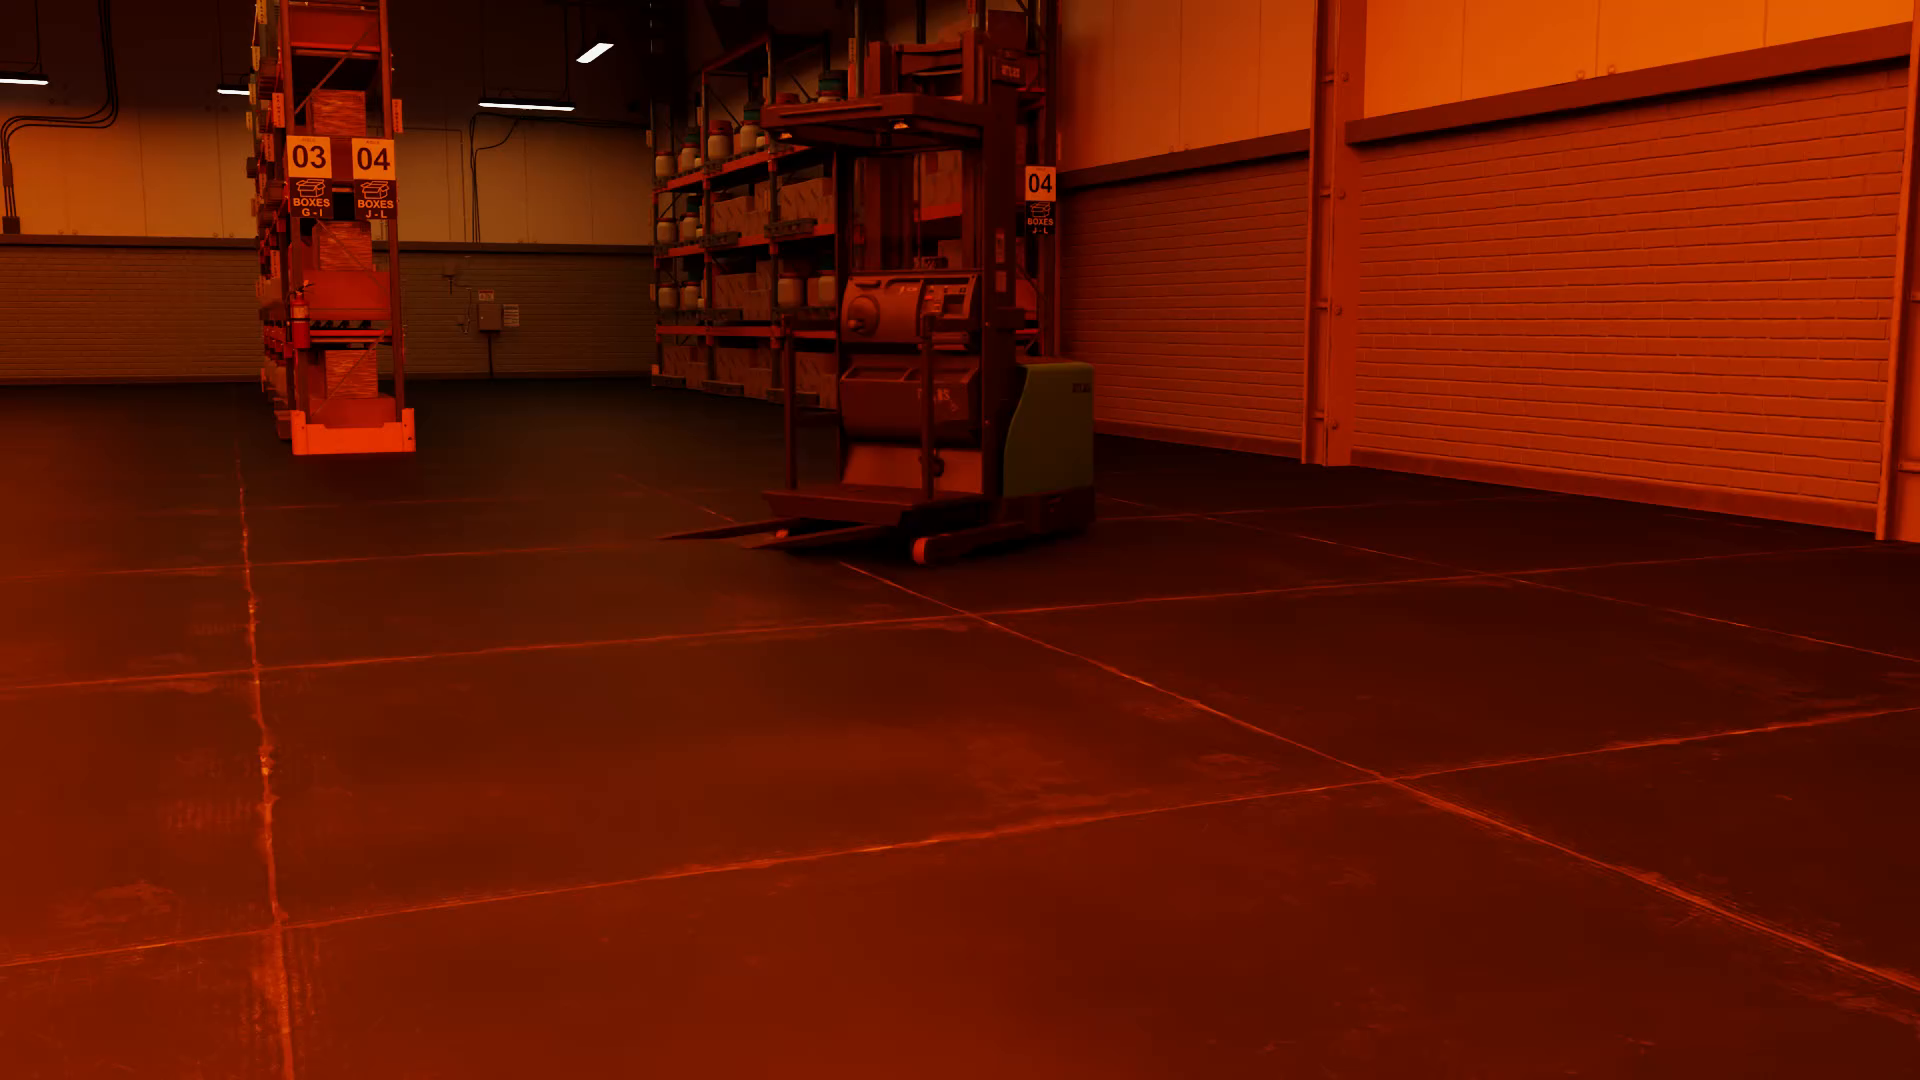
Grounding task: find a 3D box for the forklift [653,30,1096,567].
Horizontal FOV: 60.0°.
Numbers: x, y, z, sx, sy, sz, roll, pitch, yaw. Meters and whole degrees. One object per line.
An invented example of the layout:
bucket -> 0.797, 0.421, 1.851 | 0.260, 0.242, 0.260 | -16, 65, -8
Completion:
forklift -> -0.420, -1.378, 9.394 | 1.130, 2.935, 3.031 | 5, 9, 36
